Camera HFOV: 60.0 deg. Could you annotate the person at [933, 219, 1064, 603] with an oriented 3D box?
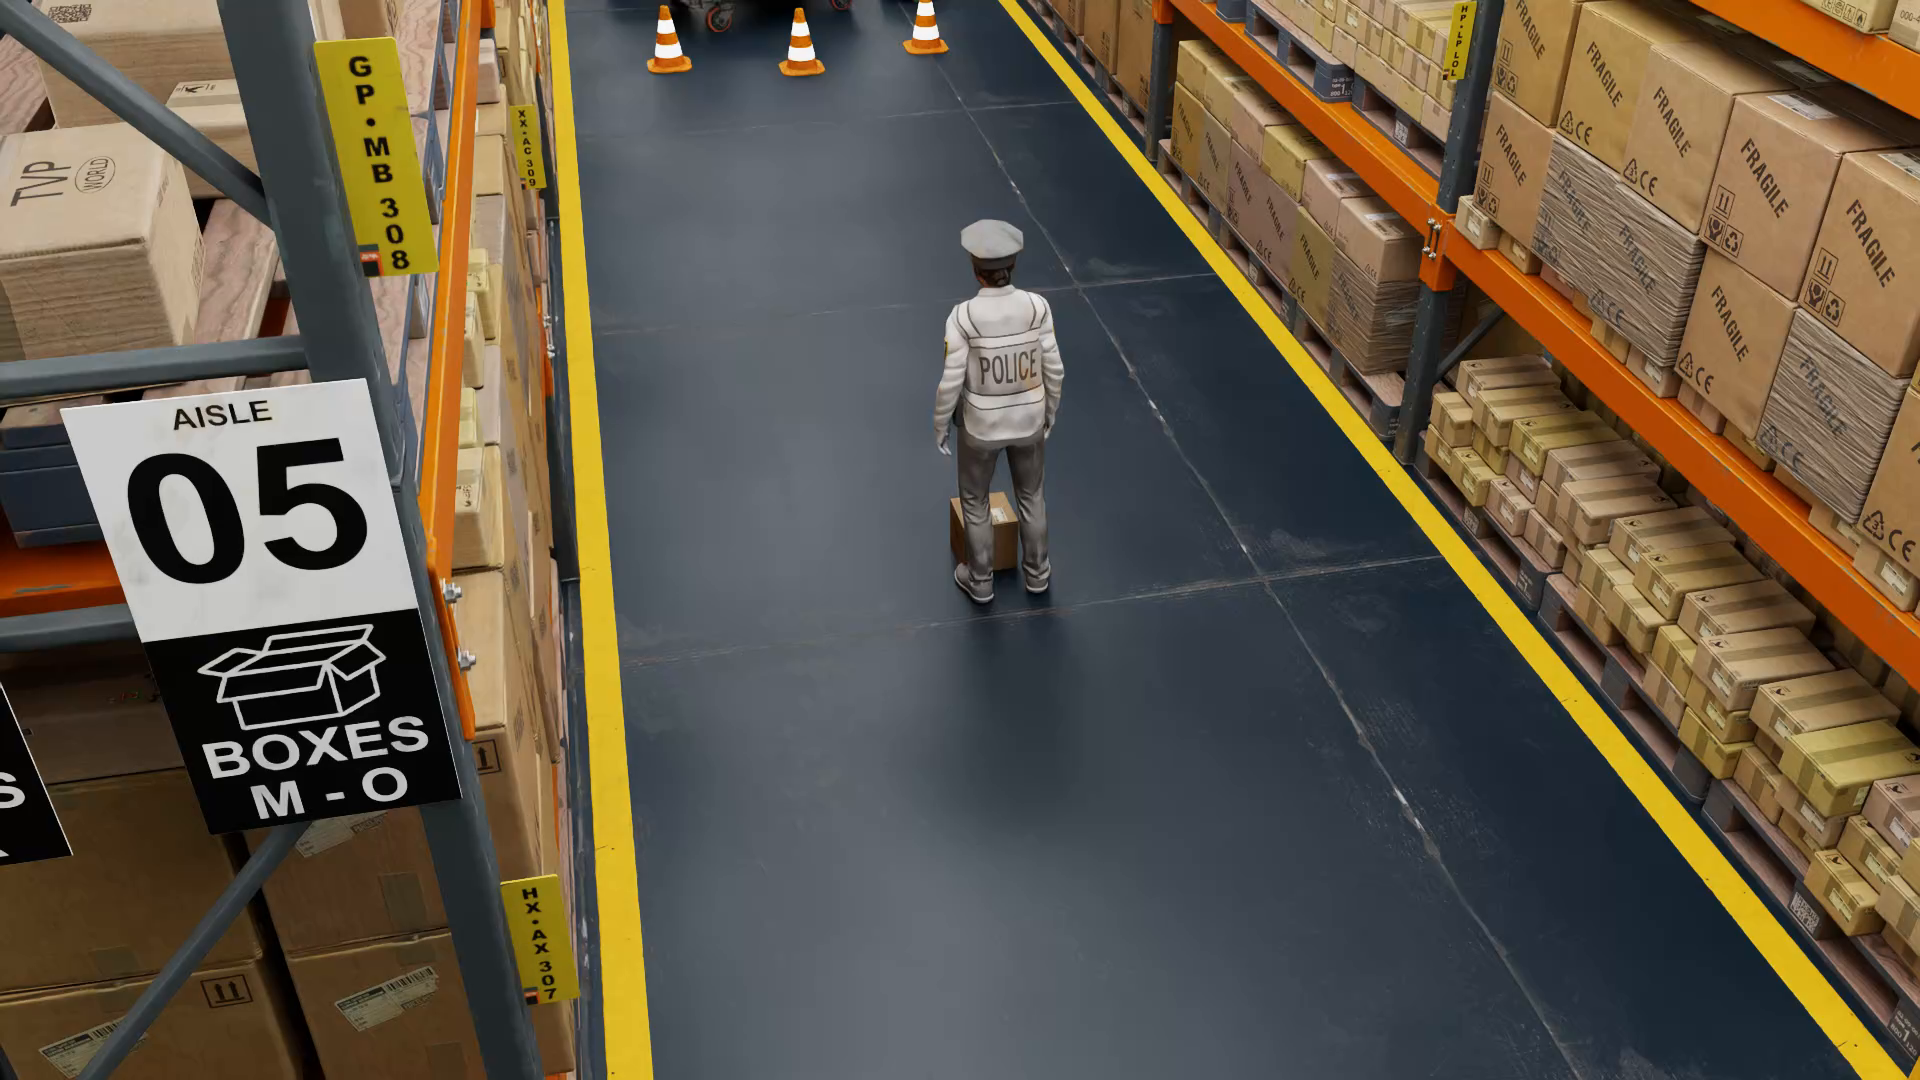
[{"bbox_3d":[0.158,-0.482,6.837,0.545,1.666,0.370,-9,36,-13],"label":"person"}]
